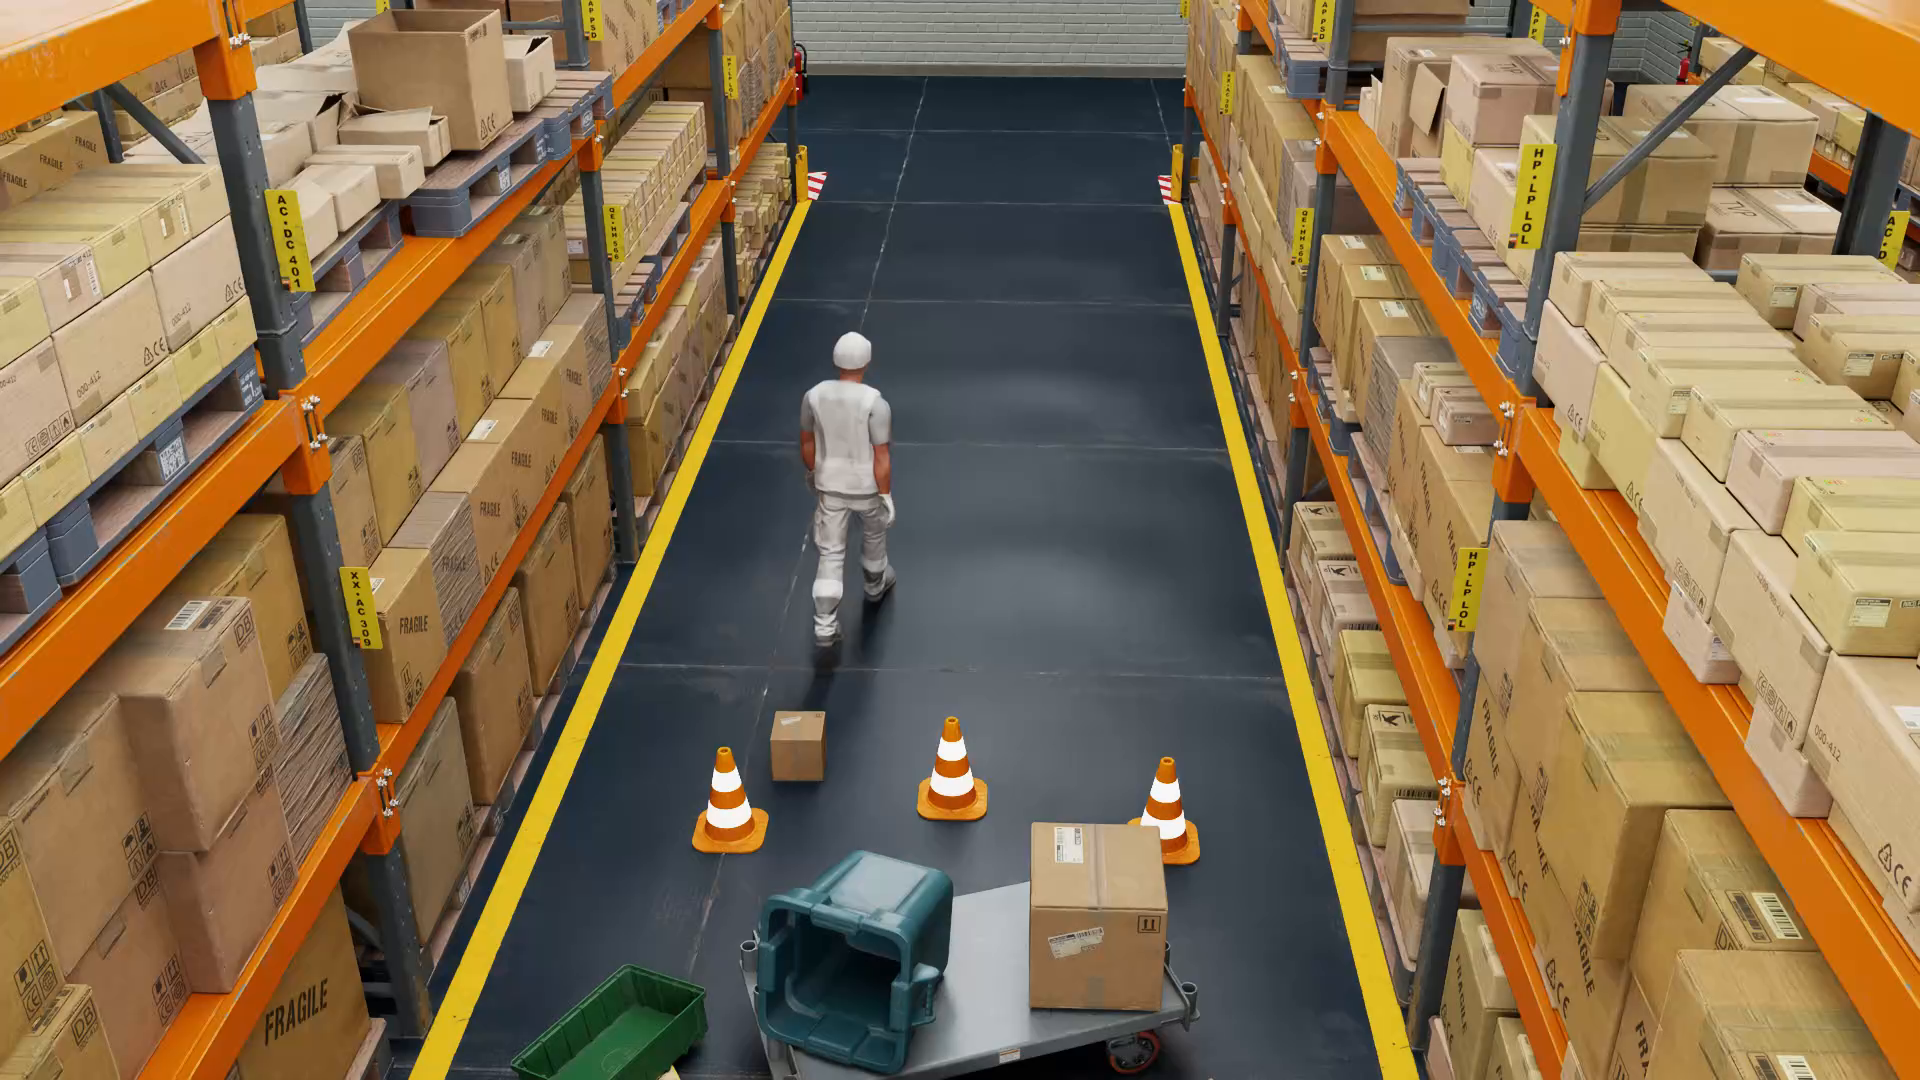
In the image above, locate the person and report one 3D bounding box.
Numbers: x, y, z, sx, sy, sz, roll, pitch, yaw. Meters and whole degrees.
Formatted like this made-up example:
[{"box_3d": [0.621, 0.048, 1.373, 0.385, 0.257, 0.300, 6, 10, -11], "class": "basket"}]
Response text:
[{"box_3d": [-0.617, -0.302, 9.191, 0.576, 1.747, 1.046, 5, 28, 10], "class": "person"}]
